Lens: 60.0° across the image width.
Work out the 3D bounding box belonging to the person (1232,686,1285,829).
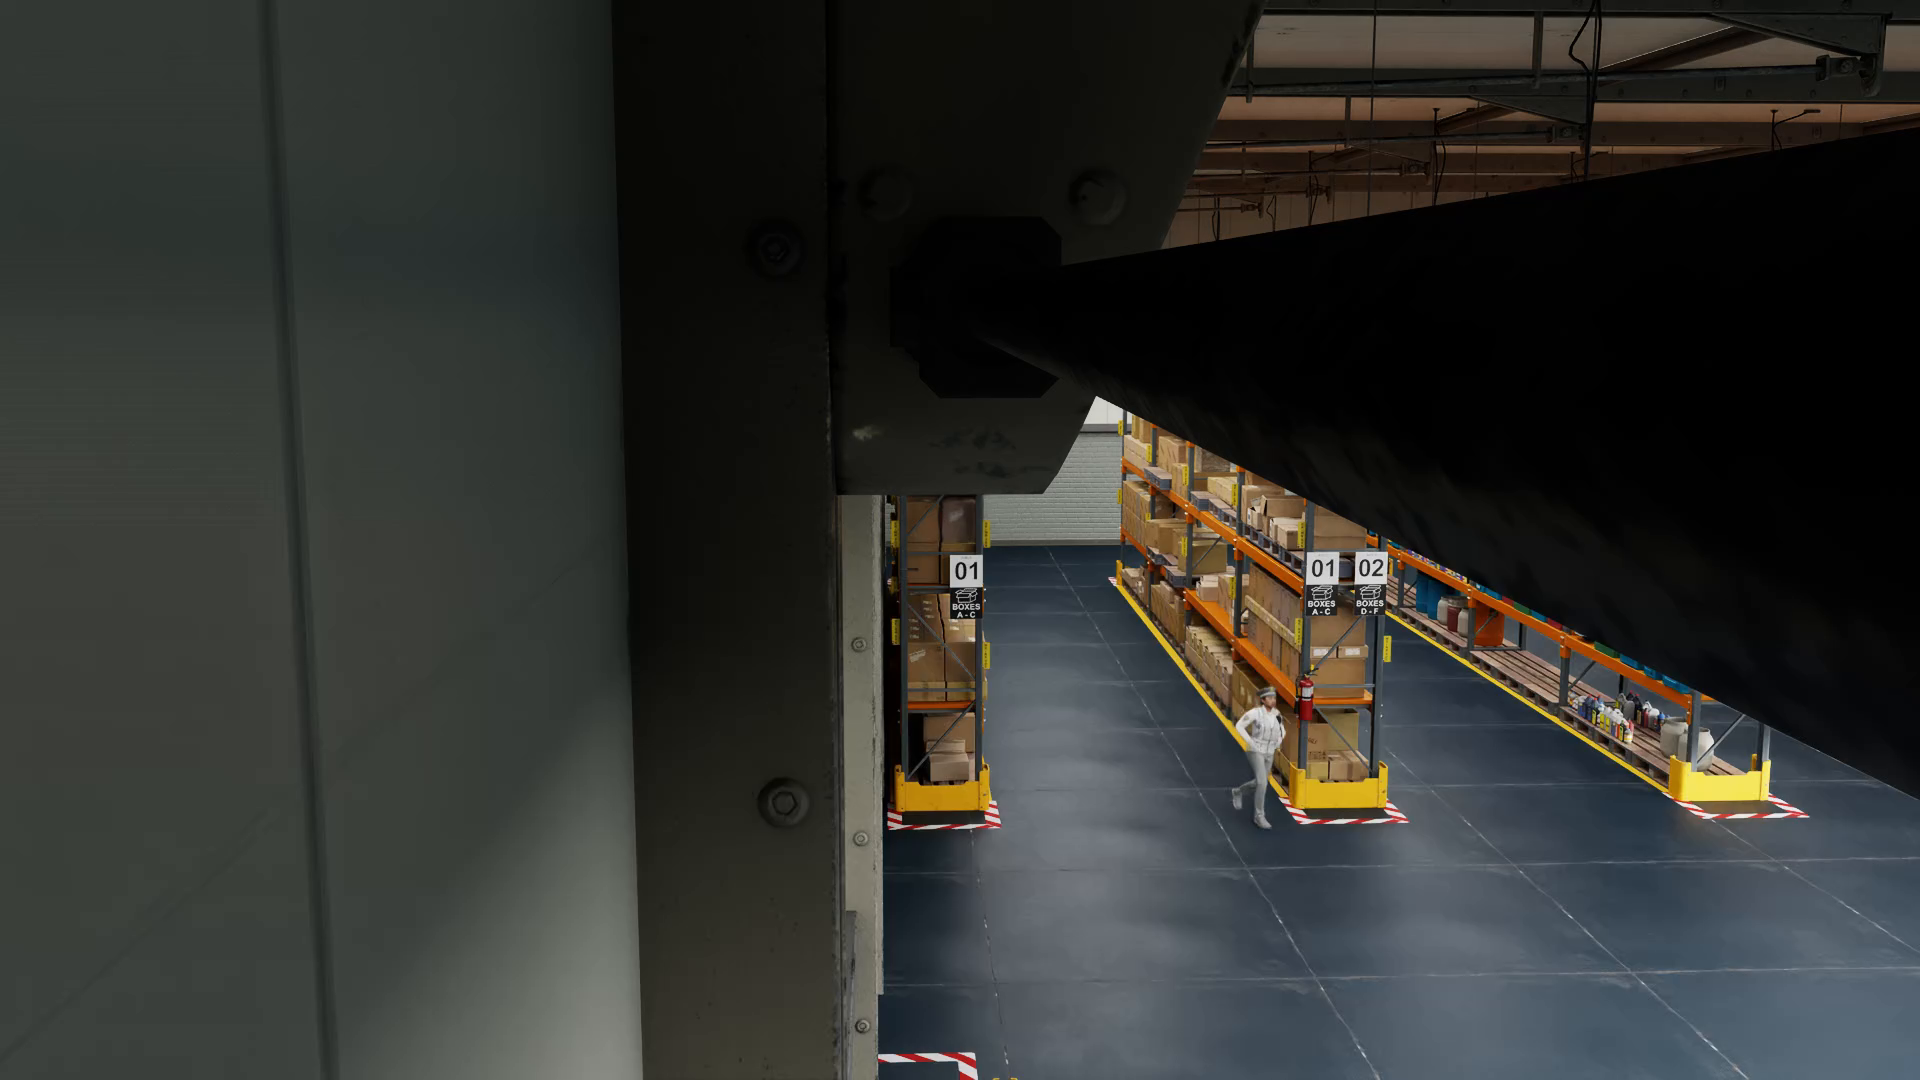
[{"bbox_3d":[3.633,2.575,20.123,0.638,1.686,0.787,-4,9,-25],"label":"person"}]
